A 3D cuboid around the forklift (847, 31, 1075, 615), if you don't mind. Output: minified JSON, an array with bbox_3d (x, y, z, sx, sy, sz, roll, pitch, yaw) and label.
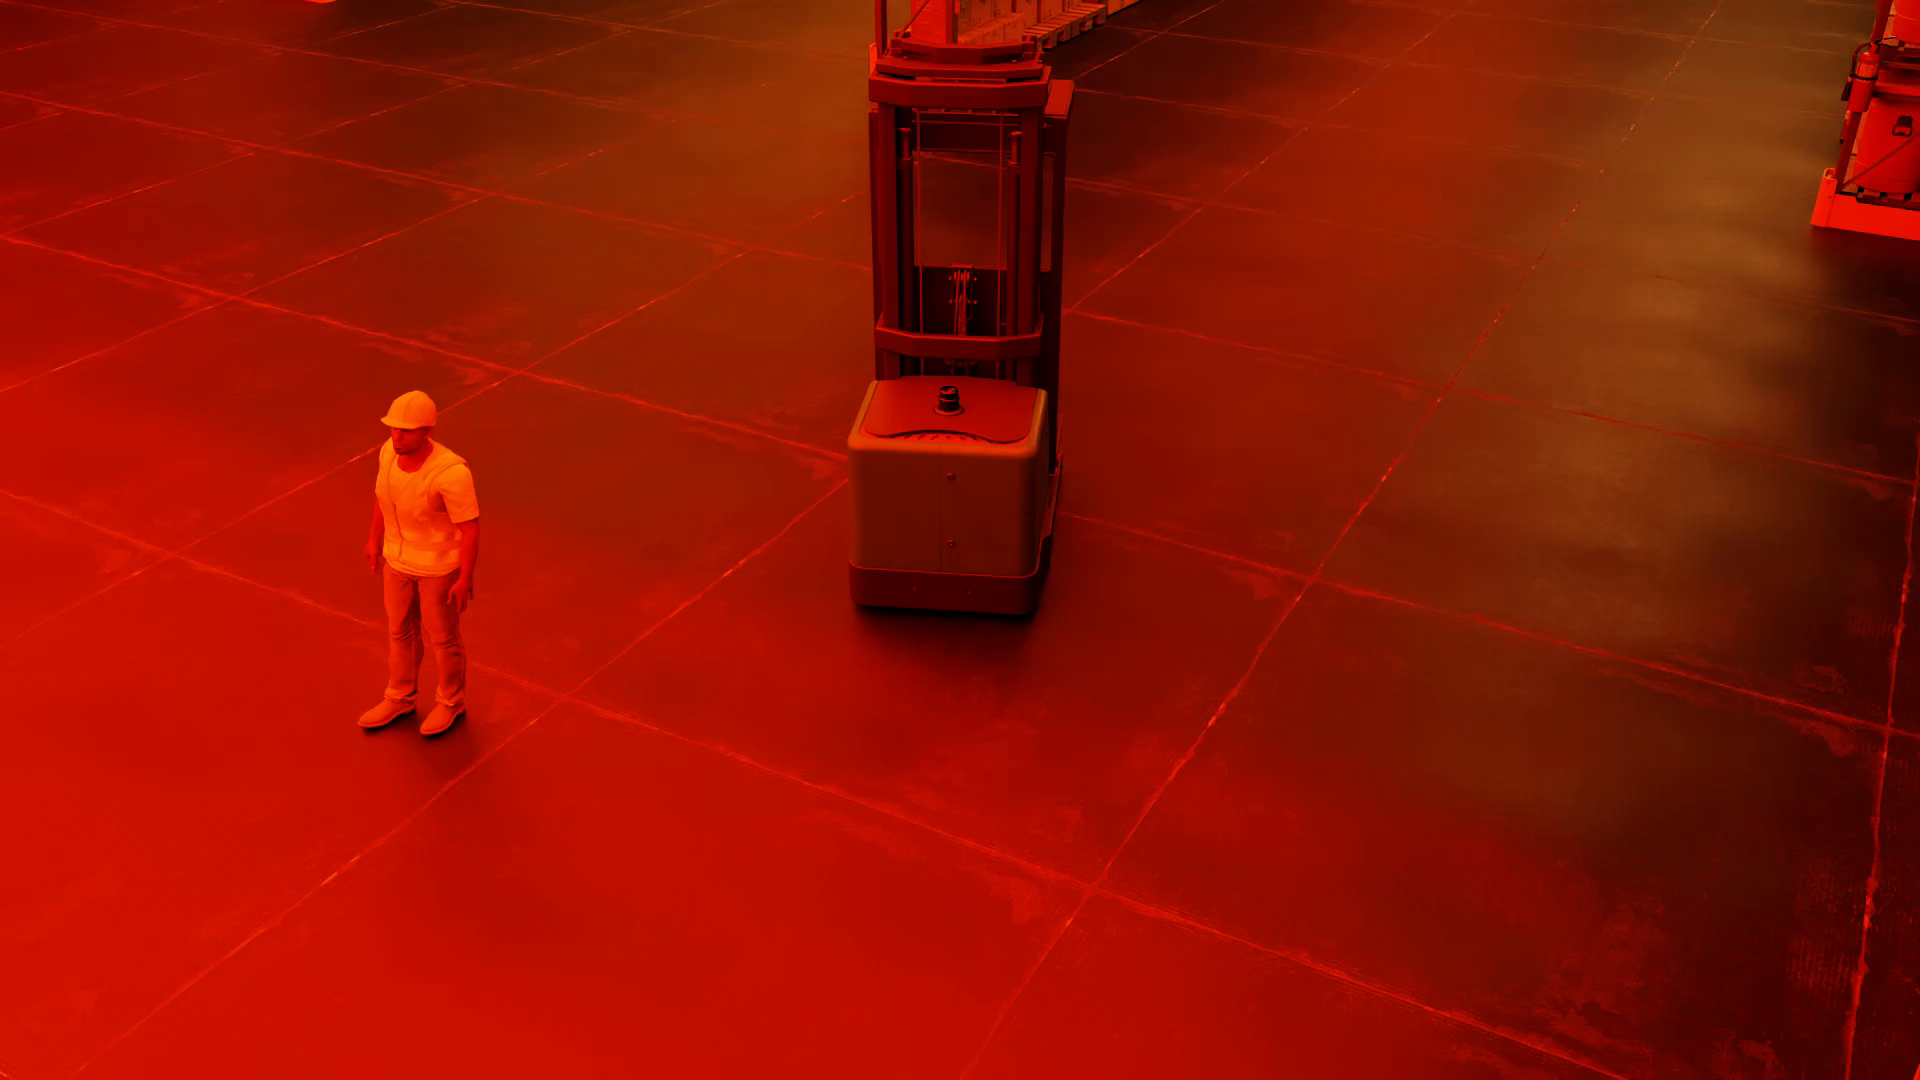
[{"bbox_3d":[0.072,-1.572,9.794,1.130,2.935,3.031,3,30,6],"label":"forklift"}]

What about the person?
[{"bbox_3d":[-2.627,0.135,7.987,0.665,1.768,0.575,16,34,26],"label":"person"}]
